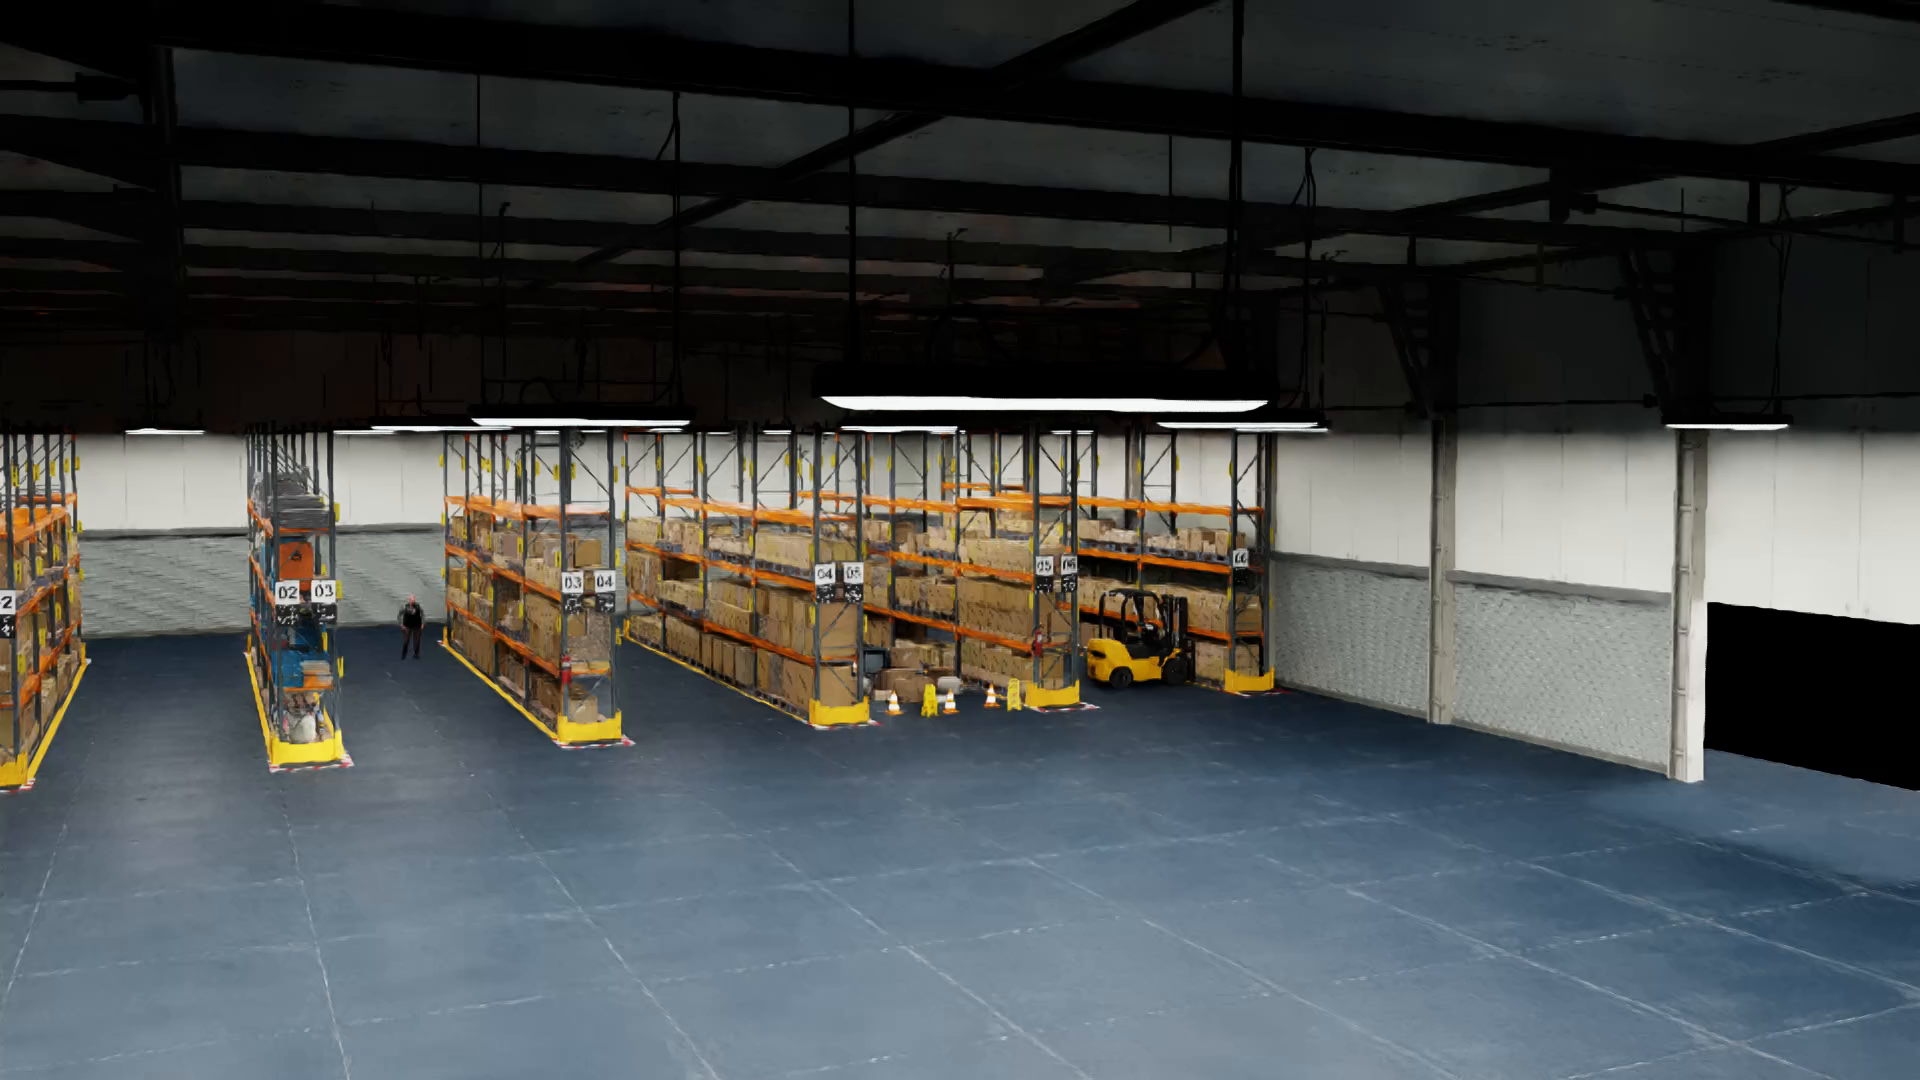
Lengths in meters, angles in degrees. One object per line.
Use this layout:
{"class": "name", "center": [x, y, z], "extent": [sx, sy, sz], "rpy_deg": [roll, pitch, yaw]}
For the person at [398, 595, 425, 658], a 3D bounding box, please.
{"class": "person", "center": [-14.087, 2.226, 42.718], "extent": [0.677, 1.671, 0.534], "rpy_deg": [-2, 4, -27]}
